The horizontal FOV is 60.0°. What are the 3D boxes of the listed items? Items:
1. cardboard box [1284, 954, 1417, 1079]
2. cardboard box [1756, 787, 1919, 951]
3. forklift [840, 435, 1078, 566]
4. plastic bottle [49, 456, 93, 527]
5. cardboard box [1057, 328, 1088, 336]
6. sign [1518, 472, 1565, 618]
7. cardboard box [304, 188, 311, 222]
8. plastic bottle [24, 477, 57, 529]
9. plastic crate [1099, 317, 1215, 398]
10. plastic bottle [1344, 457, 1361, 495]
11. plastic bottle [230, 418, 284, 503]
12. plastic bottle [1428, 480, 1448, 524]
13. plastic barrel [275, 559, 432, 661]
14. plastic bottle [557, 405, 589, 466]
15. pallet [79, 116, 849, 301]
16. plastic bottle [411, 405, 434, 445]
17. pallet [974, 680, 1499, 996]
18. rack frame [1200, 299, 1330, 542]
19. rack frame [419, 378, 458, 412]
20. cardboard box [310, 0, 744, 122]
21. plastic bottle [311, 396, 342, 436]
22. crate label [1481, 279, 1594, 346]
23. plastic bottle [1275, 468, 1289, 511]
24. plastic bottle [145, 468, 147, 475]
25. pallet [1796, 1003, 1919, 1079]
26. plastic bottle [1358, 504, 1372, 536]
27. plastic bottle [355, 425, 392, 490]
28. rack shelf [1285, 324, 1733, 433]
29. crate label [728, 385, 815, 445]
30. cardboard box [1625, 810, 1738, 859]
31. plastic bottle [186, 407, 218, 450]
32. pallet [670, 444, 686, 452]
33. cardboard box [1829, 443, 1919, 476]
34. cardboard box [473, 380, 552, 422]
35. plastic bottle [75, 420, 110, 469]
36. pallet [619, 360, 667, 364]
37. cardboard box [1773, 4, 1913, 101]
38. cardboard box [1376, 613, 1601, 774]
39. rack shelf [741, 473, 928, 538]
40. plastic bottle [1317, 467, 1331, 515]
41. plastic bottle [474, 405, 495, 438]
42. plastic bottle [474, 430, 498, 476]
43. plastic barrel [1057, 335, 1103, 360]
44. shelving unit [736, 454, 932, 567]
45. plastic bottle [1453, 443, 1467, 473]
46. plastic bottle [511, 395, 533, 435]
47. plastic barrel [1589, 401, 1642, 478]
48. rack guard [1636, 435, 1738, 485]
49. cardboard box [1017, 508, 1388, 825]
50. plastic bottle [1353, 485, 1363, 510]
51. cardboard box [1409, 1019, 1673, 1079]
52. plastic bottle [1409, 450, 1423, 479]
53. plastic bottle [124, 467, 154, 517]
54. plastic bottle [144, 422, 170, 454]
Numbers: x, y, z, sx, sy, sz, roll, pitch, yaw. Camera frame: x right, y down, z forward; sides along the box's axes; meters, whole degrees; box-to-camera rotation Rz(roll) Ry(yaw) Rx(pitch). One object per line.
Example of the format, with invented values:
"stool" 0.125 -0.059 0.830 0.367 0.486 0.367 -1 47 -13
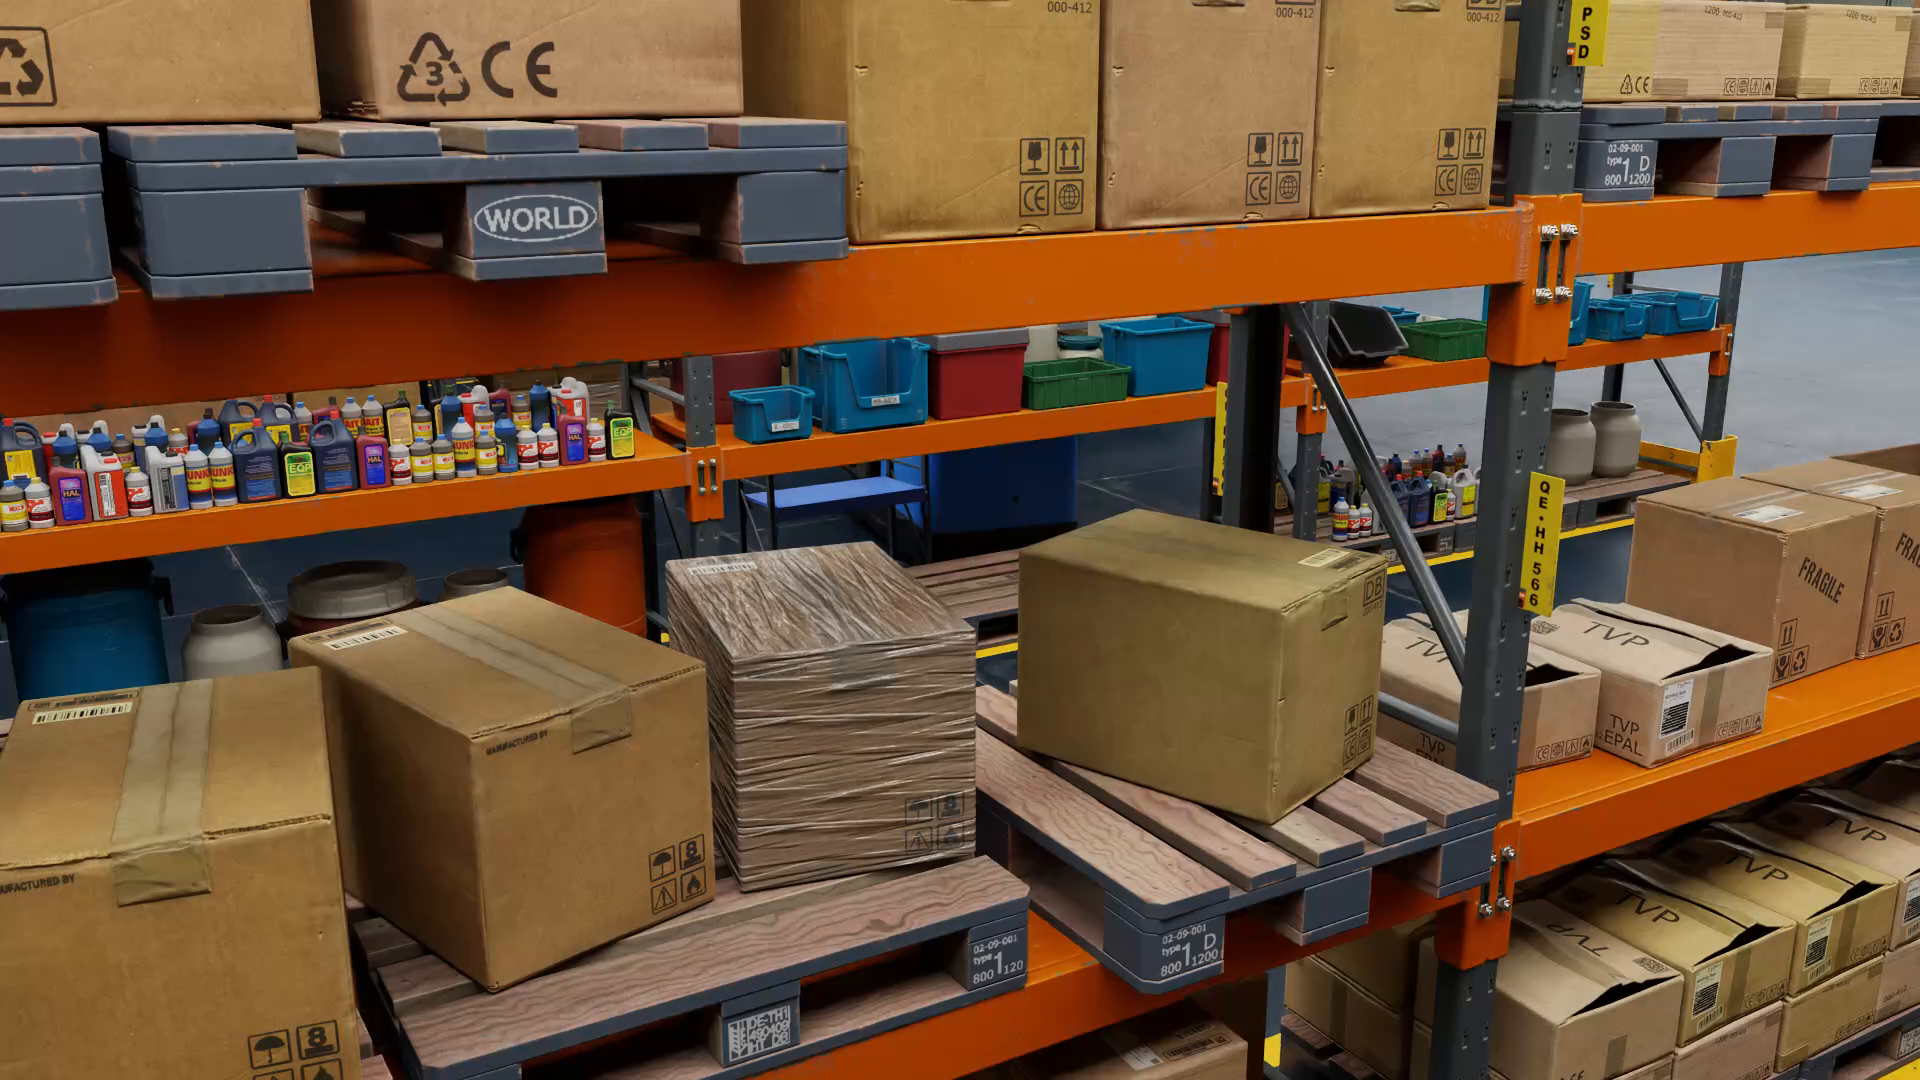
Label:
"cardboard box" 1.369 1.398 5.182 0.500 0.250 0.500 -9 18 -28
"cardboard box" 2.969 1.036 5.435 0.500 0.311 0.500 -9 18 -30
"forklift" -0.210 -1.570 11.579 1.130 2.935 3.031 -6 17 -19
"plastic bottle" -3.637 -0.204 6.797 0.133 0.283 0.061 -9 18 -30
"cardboard box" 1.218 -1.741 15.916 0.500 0.500 0.500 -7 17 -25
"sign" 1.331 0.011 3.816 0.005 0.325 0.100 -9 18 -30
"cardboard box" -4.690 -2.320 12.085 0.637 0.503 0.797 -9 18 -28
"plastic bottle" -3.746 -0.153 6.766 0.097 0.201 0.097 0 16 0
"plastic crate" 1.139 -1.064 9.677 0.575 0.384 0.392 -9 18 -30
"plastic bottle" 2.770 -0.461 11.589 0.185 0.351 0.144 -9 18 -30
"plastic bottle" -3.041 -0.347 7.180 0.185 0.351 0.144 -9 18 -30
"plastic bottle" 3.155 -0.256 10.985 0.133 0.283 0.061 -8 18 -27
"plastic barrel" -2.883 0.447 7.947 0.708 0.588 0.600 -9 18 -30
"plastic bottle" -1.829 -0.498 7.844 0.133 0.283 0.061 -9 18 -30
"pallet" -0.902 -0.611 2.824 1.003 0.211 1.213 -9 18 -30
"plastic bottle" -2.666 -0.567 8.244 0.097 0.201 0.097 0 16 0
"pallet" 0.499 0.609 4.037 1.003 0.211 1.213 -9 18 -30
"rack frame" 1.925 -1.297 10.479 0.127 3.000 1.000 -9 18 -30
"rack frame" -4.055 -1.887 12.583 0.127 3.000 1.000 -9 18 -30
"cardboard box" -0.773 -1.020 2.785 0.600 0.600 0.600 -10 19 -32
"plastic bottle" -3.055 -0.549 8.028 0.133 0.283 0.061 -9 18 -30
"crate label" 3.915 -1.551 11.322 0.616 0.435 0.502 -9 18 -30
"plastic bottle" 2.167 -0.344 11.297 0.133 0.283 0.061 -8 18 -27
"plastic bottle" -3.427 -0.253 7.121 0.097 0.201 0.097 0 16 0
"pallet" 2.814 1.475 5.758 1.213 0.211 1.003 -9 18 -30
"plastic bottle" 2.598 -0.132 10.694 0.097 0.201 0.097 0 16 0
"plastic bottle" -2.611 -0.371 7.391 0.133 0.283 0.061 -9 18 -30
"rack shelf" 3.639 -1.228 11.568 4.000 0.370 1.077 -9 18 -30
"crate label" -0.950 -0.632 8.417 0.416 0.233 0.303 -9 18 -30
"cardboard box" 2.242 0.984 5.618 0.500 0.311 0.500 -9 18 -30
"plastic bottle" -3.527 -0.473 7.755 0.133 0.283 0.061 -9 18 -30
"pallet" -2.340 -0.821 13.947 1.213 0.211 1.003 -9 18 -30
"cardboard box" 3.354 -0.022 5.746 0.500 0.500 0.500 -8 17 -26
"cardboard box" -3.491 -0.993 13.210 0.500 0.500 0.700 -10 19 -33
"plastic bottle" -3.901 -0.394 7.489 0.135 0.276 0.152 -9 18 -30
"pallet" -3.716 -2.137 18.642 1.213 0.211 1.003 -9 18 -30
"cardboard box" 2.340 -1.399 4.784 0.500 0.250 0.500 -10 18 -31
"cardboard box" 1.378 0.408 4.561 0.500 0.311 0.500 -8 18 -26
"rack shelf" -0.758 -0.215 10.008 1.000 0.185 0.538 -9 15 -29
"plastic bottle" 2.403 -0.356 11.215 0.185 0.351 0.144 -9 18 -30
"plastic bottle" -2.358 -0.569 8.251 0.097 0.201 0.097 0 16 0
"plastic bottle" -2.187 -0.406 7.668 0.097 0.201 0.097 0 16 0
"plastic barrel" 0.711 -1.082 9.968 0.301 0.262 0.301 0 16 0
"shelving unit" -0.763 -0.390 9.968 1.048 1.500 0.538 -9 15 -29
"plastic bottle" 3.639 -0.571 12.129 0.097 0.271 0.097 0 16 0
"plastic bottle" -2.238 -0.636 8.491 0.097 0.201 0.097 0 16 0
"plastic barrel" 4.829 -0.748 12.352 0.421 0.512 0.421 0 16 0
"rack guard" 5.313 -0.628 12.723 0.348 0.500 1.175 -9 18 -30
"cardboard box" 0.562 0.269 3.929 0.700 0.500 0.500 13 20 38
"plastic bottle" 2.631 -0.219 10.853 0.133 0.283 0.061 -9 18 -30
"cardboard box" 1.644 1.523 4.737 0.500 0.250 0.500 -9 18 -30
"plastic bottle" 3.259 -0.509 11.910 0.097 0.271 0.097 0 16 0
"plastic bottle" -3.433 -0.204 6.948 0.097 0.201 0.097 0 16 0
"plastic bottle" -3.622 -0.398 7.510 0.097 0.271 0.097 0 16 0
